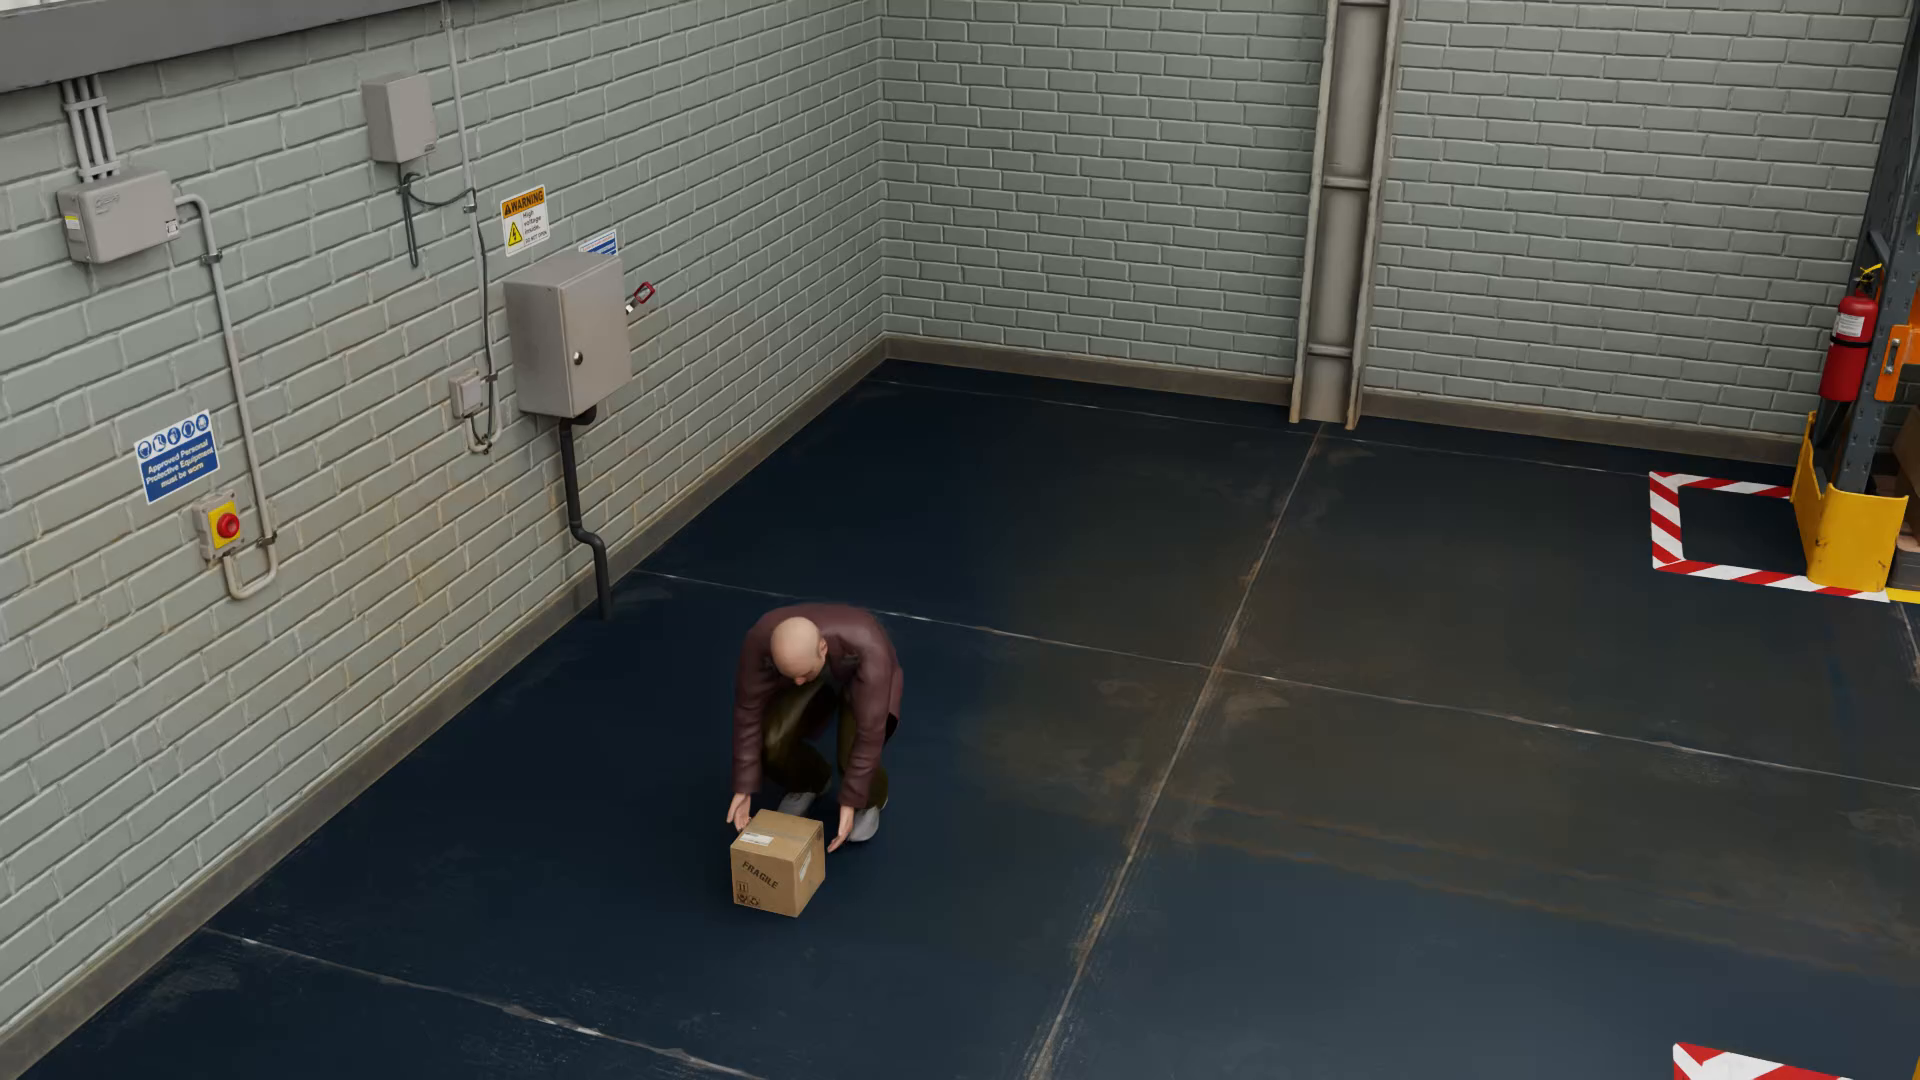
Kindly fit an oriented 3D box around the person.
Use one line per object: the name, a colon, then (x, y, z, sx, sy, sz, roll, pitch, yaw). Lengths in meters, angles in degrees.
person: (-0.496, 0.625, 6.134, 0.614, 1.072, 0.877, 9, 27, 17)
